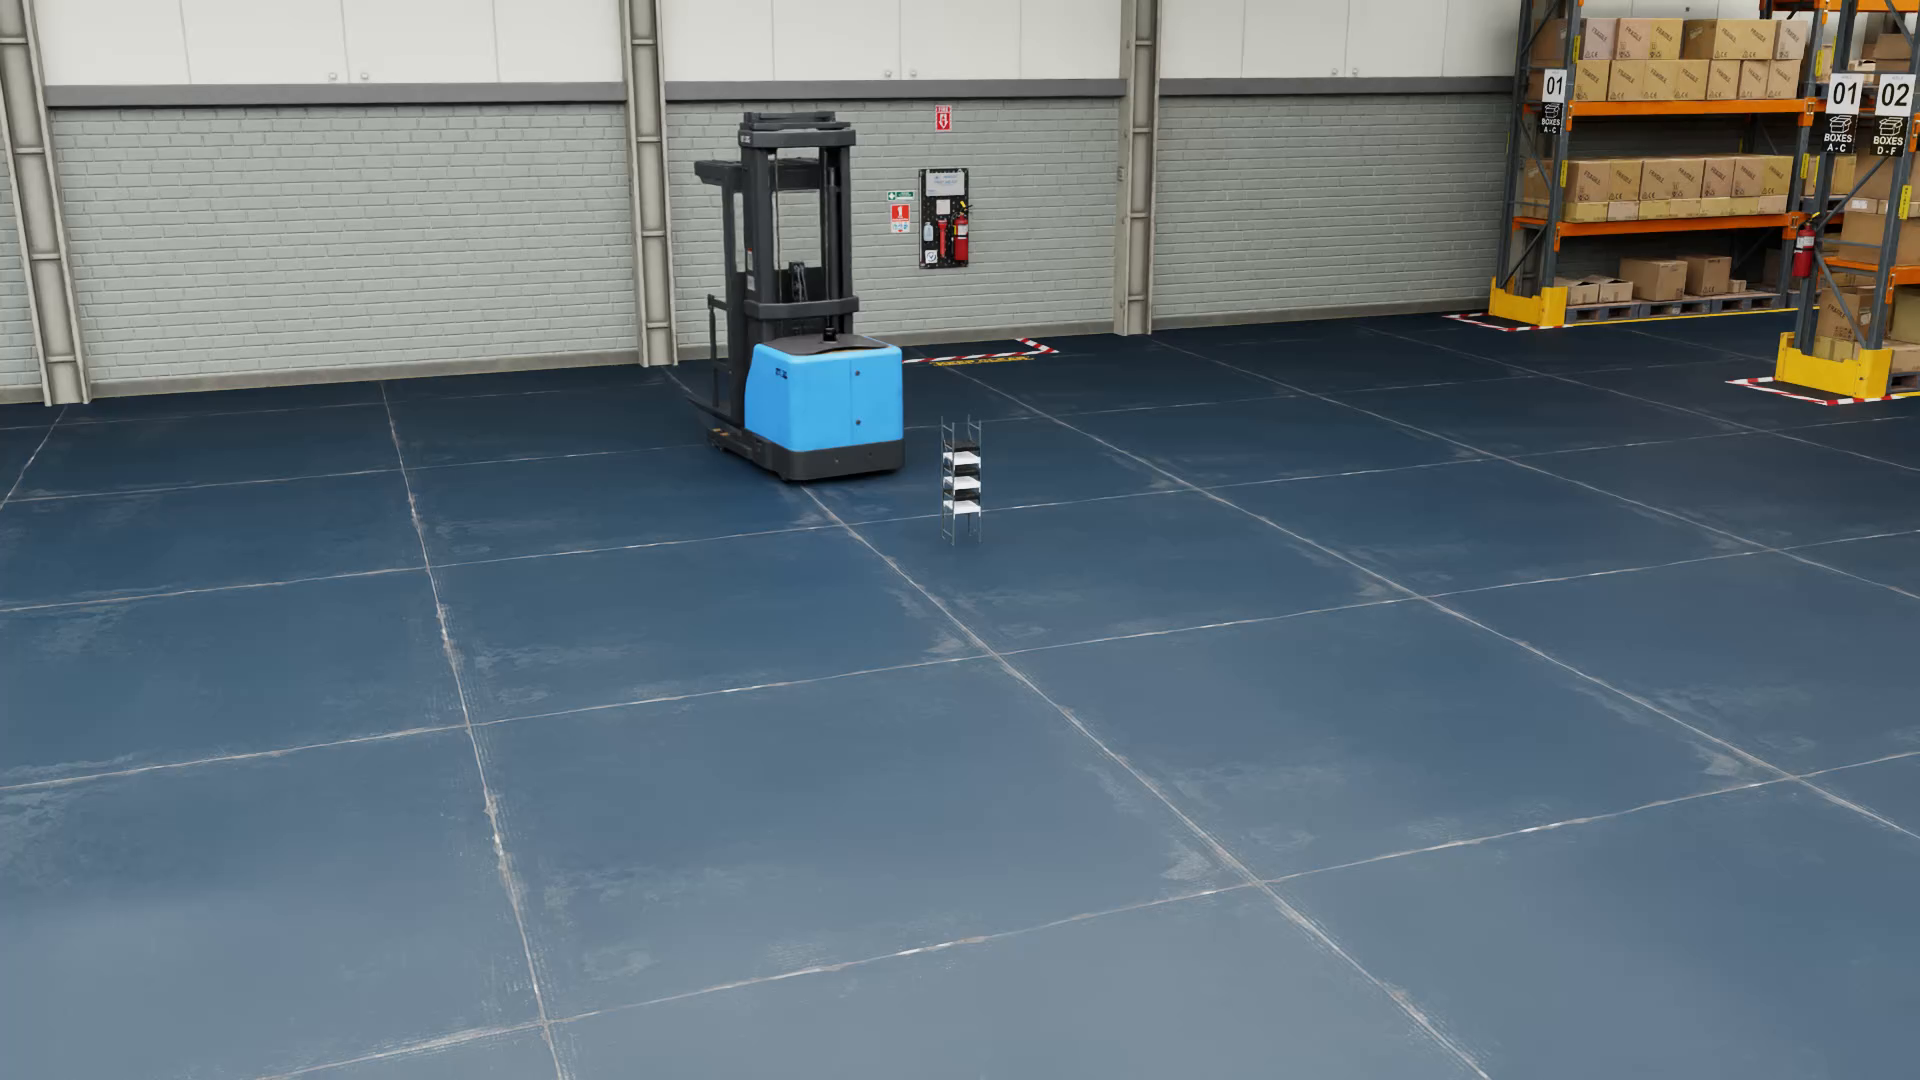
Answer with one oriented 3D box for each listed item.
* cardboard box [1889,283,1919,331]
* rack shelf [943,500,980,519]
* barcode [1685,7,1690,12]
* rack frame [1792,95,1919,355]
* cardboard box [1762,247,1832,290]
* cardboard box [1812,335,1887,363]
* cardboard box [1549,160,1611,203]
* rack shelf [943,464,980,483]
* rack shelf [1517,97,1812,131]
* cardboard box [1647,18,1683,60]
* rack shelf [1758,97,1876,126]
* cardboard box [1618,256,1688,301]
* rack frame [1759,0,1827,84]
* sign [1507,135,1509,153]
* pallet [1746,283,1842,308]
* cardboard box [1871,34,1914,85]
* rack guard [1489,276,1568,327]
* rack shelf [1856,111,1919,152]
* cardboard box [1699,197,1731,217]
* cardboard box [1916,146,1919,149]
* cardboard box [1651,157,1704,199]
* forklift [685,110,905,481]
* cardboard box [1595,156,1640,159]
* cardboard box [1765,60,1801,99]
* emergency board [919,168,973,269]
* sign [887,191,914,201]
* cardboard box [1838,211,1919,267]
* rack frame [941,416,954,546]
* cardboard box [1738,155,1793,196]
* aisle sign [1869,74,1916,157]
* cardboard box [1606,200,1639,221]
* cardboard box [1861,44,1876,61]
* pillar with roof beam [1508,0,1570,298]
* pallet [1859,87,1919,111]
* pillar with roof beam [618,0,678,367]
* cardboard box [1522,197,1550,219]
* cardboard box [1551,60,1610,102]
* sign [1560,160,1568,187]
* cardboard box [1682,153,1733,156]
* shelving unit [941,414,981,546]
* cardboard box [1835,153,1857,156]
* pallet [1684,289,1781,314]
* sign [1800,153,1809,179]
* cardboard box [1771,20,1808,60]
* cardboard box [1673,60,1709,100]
[{"bbox_3d":[10.527,-2.532,18.199,0.500,0.500,0.500,-6,17,-20],"label":"cardboard box"},{"bbox_3d":[0.008,-0.228,12.034,0.200,0.077,0.258,-6,17,-20],"label":"rack shelf"},{"bbox_3d":[9.712,-7.082,22.197,0.075,0.075,0.001,-6,17,-20],"label":"barcode"},{"bbox_3d":[9.204,-3.052,17.169,0.127,3.000,1.000,-6,17,-20],"label":"rack frame"},{"bbox_3d":[11.845,-3.849,23.537,0.500,0.500,0.700,-6,17,-18],"label":"cardboard box"},{"bbox_3d":[9.599,-2.067,17.946,0.500,0.250,0.500,-6,17,-20],"label":"cardboard box"},{"bbox_3d":[7.982,-4.622,21.414,0.500,0.500,0.500,-6,17,-20],"label":"cardboard box"},{"bbox_3d":[0.008,-0.487,11.958,0.200,0.077,0.258,-6,17,-20],"label":"rack shelf"},{"bbox_3d":[9.296,-5.651,21.972,4.000,0.370,1.077,-6,17,-20],"label":"rack shelf"},{"bbox_3d":[8.836,-6.399,21.253,0.500,0.500,0.500,-6,17,-19],"label":"cardboard box"},{"bbox_3d":[13.031,-6.054,23.345,4.000,0.370,1.077,-6,17,-20],"label":"rack shelf"},{"bbox_3d":[9.342,-3.532,22.456,0.500,0.500,0.700,-7,18,-24],"label":"cardboard box"},{"bbox_3d":[11.163,-7.637,22.134,0.127,3.000,1.000,-6,17,-20],"label":"rack frame"},{"bbox_3d":[7.248,-5.211,21.903,0.005,0.325,0.100,-6,17,-20],"label":"sign"},{"bbox_3d":[11.890,-3.500,23.641,1.213,0.211,1.003,-6,17,-20],"label":"pallet"},{"bbox_3d":[9.742,-4.867,16.847,0.637,0.503,0.797,-5,17,-16],"label":"cardboard box"},{"bbox_3d":[7.499,-3.164,21.985,0.348,0.500,1.175,-6,17,-20],"label":"rack guard"},{"bbox_3d":[11.072,-4.348,17.535,4.000,0.370,1.077,-6,17,-20],"label":"rack shelf"},{"bbox_3d":[9.897,-4.466,22.214,0.500,0.250,0.500,-6,17,-20],"label":"cardboard box"},{"bbox_3d":[10.183,-3.826,17.325,0.500,0.500,0.700,-7,18,-22],"label":"cardboard box"},{"bbox_3d":[9.409,-4.775,21.934,0.500,0.500,0.500,-6,17,-18],"label":"cardboard box"},{"bbox_3d":[-1.621,-2.253,14.568,1.130,2.935,3.031,-9,19,-28],"label":"forklift"},{"bbox_3d":[8.747,-4.858,22.217,0.500,0.500,0.500,-7,18,-22],"label":"cardboard box"},{"bbox_3d":[10.778,-6.139,22.144,0.500,0.500,0.500,-6,17,-19],"label":"cardboard box"},{"bbox_3d":[-0.152,-3.810,19.747,0.643,1.169,0.194,-6,17,-20],"label":"emergency board"},{"bbox_3d":[-0.697,-4.050,19.564,0.331,0.109,0.001,-6,17,-20],"label":"sign"},{"bbox_3d":[9.645,-3.144,17.304,0.500,0.500,0.700,-6,17,-20],"label":"cardboard box"},{"bbox_3d":[-0.087,-0.422,11.939,0.006,0.900,0.240,-6,17,-20],"label":"rack frame"},{"bbox_3d":[10.833,-4.927,22.453,0.500,0.500,0.500,-6,17,-20],"label":"cardboard box"},{"bbox_3d":[9.253,-4.213,16.506,0.004,0.787,0.394,-6,17,-20],"label":"aisle sign"},{"bbox_3d":[8.477,-4.315,21.699,0.500,0.250,0.500,-7,18,-22],"label":"cardboard box"},{"bbox_3d":[12.854,-6.606,23.023,0.500,0.500,0.500,-7,18,-22],"label":"cardboard box"},{"bbox_3d":[9.313,-6.399,17.919,0.400,9.000,9.100,-6,17,-20],"label":"pillar with roof beam"},{"bbox_3d":[9.874,-4.514,16.979,1.213,0.211,1.003,-6,17,-20],"label":"pallet"},{"bbox_3d":[-1.893,-5.190,13.799,0.400,9.000,9.100,-6,17,-20],"label":"pillar with roof beam"},{"bbox_3d":[7.795,-4.391,21.959,0.500,0.250,0.500,-6,17,-19],"label":"cardboard box"},{"bbox_3d":[7.830,-5.820,21.058,0.500,0.500,0.500,-6,17,-19],"label":"cardboard box"},{"bbox_3d":[7.623,-4.628,20.998,0.005,0.325,0.100,-6,17,-20],"label":"sign"},{"bbox_3d":[10.165,-5.013,22.744,0.500,0.500,0.500,-6,17,-20],"label":"cardboard box"},{"bbox_3d":[0.008,-0.433,11.974,0.210,0.900,0.258,-6,17,-20],"label":"shelving unit"},{"bbox_3d":[12.779,-5.189,23.487,0.500,0.500,0.700,-4,17,-12],"label":"cardboard box"},{"bbox_3d":[10.549,-3.344,23.110,1.213,0.211,1.003,-6,17,-20],"label":"pallet"},{"bbox_3d":[11.365,-5.032,22.374,0.005,0.325,0.100,-6,17,-20],"label":"sign"},{"bbox_3d":[10.793,-6.613,21.984,0.500,0.500,0.500,-8,18,-25],"label":"cardboard box"},{"bbox_3d":[9.320,-5.978,21.595,0.500,0.500,0.500,-5,17,-17],"label":"cardboard box"}]
